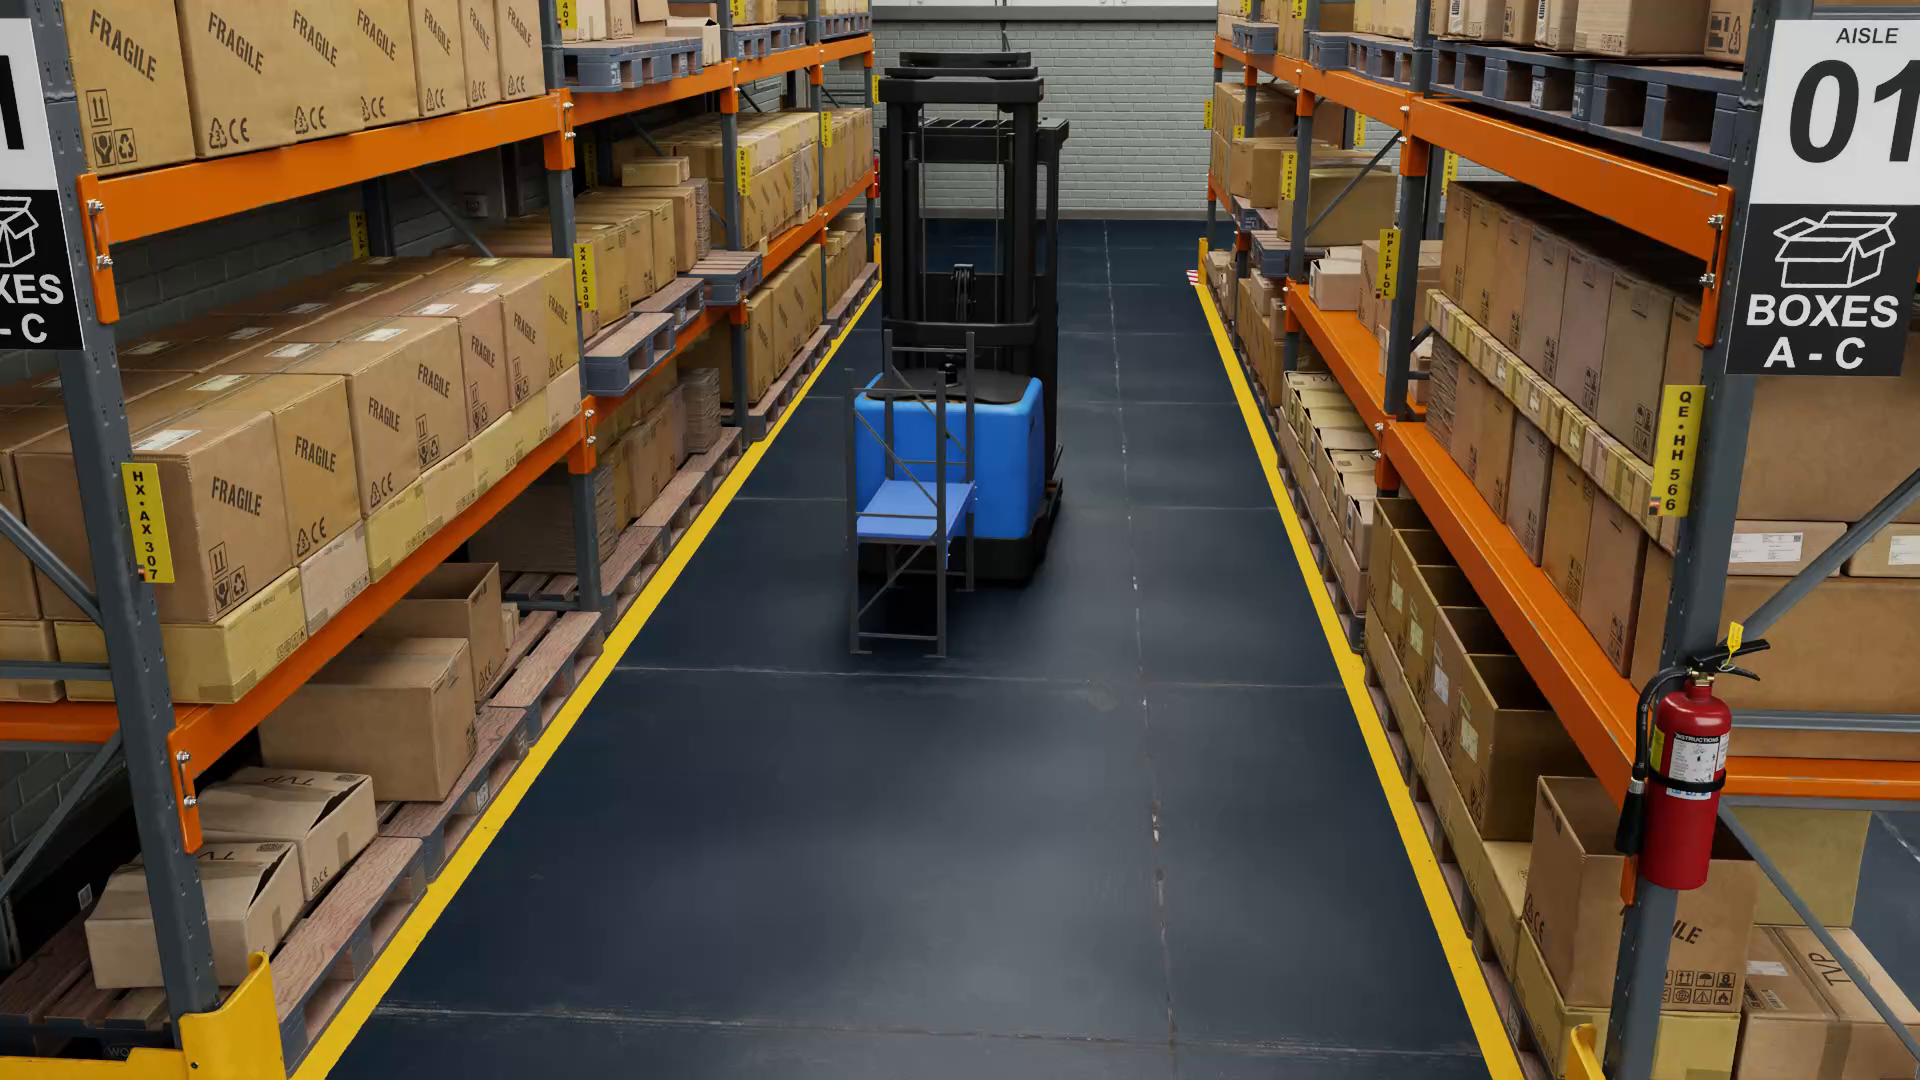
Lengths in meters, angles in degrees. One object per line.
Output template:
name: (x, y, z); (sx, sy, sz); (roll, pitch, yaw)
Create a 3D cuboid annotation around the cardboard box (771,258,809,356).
cardboard box: (-1.784, -2.068, 14.694); (0.750, 0.750, 0.750); (2, 18, 6)

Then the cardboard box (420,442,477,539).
cardboard box: (-2.211, -0.203, 6.434); (0.500, 0.250, 0.500); (1, 18, 4)

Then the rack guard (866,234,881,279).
rack guard: (-1.518, -3.432, 20.095); (1.175, 0.500, 0.348); (1, 18, 4)

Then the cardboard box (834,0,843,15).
cardboard box: (-1.443, -5.338, 16.486); (0.500, 0.250, 0.500); (1, 18, 3)

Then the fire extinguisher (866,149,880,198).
fire extinguisher: (-1.049, -4.435, 19.865); (0.296, 0.674, 0.183); (1, 18, 4)

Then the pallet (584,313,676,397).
pallet: (-2.180, -1.029, 9.054); (1.003, 0.211, 1.213); (1, 18, 4)

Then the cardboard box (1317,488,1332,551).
cardboard box: (2.376, -0.121, 9.715); (0.500, 0.250, 0.500); (2, 18, 5)

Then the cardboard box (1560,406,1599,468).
cardboard box: (2.186, -0.333, 5.420); (0.380, 0.149, 0.250); (2, 18, 6)

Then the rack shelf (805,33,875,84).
rack shelf: (-1.663, -5.075, 17.433); (1.077, 0.370, 4.000); (1, 18, 4)

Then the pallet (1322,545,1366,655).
pallet: (2.575, 0.319, 9.111); (1.003, 0.211, 1.213); (1, 18, 4)

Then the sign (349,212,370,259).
sign: (-2.934, -1.447, 8.164); (0.100, 0.325, 0.005); (1, 18, 4)

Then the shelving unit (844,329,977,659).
shelving unit: (-0.244, -0.273, 8.848); (0.538, 1.500, 1.048); (3, 18, 8)

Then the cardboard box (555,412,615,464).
cardboard box: (-2.316, -0.629, 9.630); (0.500, 0.250, 0.500); (1, 18, 3)

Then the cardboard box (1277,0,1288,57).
cardboard box: (2.920, -3.948, 12.676); (0.910, 0.500, 0.500); (1, 18, 4)

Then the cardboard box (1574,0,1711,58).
cardboard box: (2.094, -1.518, 4.763); (0.500, 0.250, 0.500); (1, 18, 4)

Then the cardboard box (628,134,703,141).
cardboard box: (-2.279, -2.990, 12.857); (0.500, 0.250, 0.500); (1, 18, 2)

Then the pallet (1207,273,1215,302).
pallet: (3.360, -2.907, 18.956); (1.003, 0.211, 1.213); (1, 18, 4)

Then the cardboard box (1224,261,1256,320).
cardboard box: (2.893, -2.466, 16.438); (0.500, 0.500, 0.500); (1, 18, 4)

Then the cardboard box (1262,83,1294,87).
cardboard box: (3.664, -4.882, 18.738); (0.500, 0.500, 0.500); (1, 18, 3)

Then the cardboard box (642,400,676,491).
cardboard box: (-2.253, -0.612, 10.782); (0.700, 0.500, 0.500); (1, 18, 4)

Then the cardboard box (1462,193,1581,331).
cardboard box: (2.501, -1.146, 6.858); (0.700, 0.500, 0.500); (1, 18, 4)

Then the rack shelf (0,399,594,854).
rack shelf: (-2.523, 0.077, 6.526); (1.077, 0.370, 4.000); (1, 18, 4)

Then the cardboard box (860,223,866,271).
cardboard box: (-1.470, -3.405, 19.337); (0.700, 0.500, 0.500); (1, 18, 4)

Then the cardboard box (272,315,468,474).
cardboard box: (-2.219, -0.554, 6.301); (0.500, 0.500, 0.500); (2, 18, 6)

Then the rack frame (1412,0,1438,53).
rack frame: (2.561, -3.627, 7.041); (1.000, 3.000, 0.127); (1, 18, 4)

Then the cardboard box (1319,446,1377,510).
cardboard box: (2.373, -0.385, 9.621); (0.500, 0.311, 0.500); (1, 18, 4)

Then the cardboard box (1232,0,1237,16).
cardboard box: (2.976, -5.320, 16.464); (0.500, 0.250, 0.500); (1, 18, 4)

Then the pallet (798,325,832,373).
pallet: (-1.787, -1.804, 15.590); (1.003, 0.211, 1.213); (1, 18, 4)

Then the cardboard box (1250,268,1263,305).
cardboard box: (2.785, -2.183, 14.372); (0.500, 0.250, 0.500); (1, 18, 4)

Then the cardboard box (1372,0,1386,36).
cardboard box: (2.852, -3.267, 10.326); (0.500, 0.250, 0.500); (2, 18, 5)

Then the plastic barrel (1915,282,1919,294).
plastic barrel: (7.968, -1.963, 14.293); (0.600, 0.901, 0.708); (1, 18, 4)

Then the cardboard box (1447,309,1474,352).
cardboard box: (2.314, -0.895, 7.135); (0.380, 0.149, 0.250); (1, 18, 2)

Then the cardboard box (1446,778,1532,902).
cardboard box: (2.076, 1.089, 6.024); (0.500, 0.250, 0.500); (1, 18, 4)

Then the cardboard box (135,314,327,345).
cardboard box: (-2.730, -0.562, 6.327); (0.500, 0.500, 0.500); (2, 18, 5)

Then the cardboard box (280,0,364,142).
cardboard box: (-2.286, -1.552, 5.331); (0.500, 0.500, 0.500); (2, 18, 6)

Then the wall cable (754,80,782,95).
wall cable: (-2.371, -5.514, 20.803); (0.084, 1.984, 1.851); (1, 18, 4)

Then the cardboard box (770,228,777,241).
cardboard box: (-1.739, -2.592, 13.888); (0.380, 0.149, 0.250); (1, 18, 4)

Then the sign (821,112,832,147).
sign: (-1.265, -3.874, 15.696); (0.100, 0.325, 0.005); (1, 18, 4)

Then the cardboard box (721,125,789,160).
cardboard box: (-1.703, -3.299, 13.800); (0.500, 0.250, 0.500); (1, 18, 3)

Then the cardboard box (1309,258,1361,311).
cardboard box: (2.591, -1.703, 10.946); (0.500, 0.311, 0.500); (1, 18, 3)

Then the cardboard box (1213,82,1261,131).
cardboard box: (3.127, -4.894, 18.776); (0.500, 0.500, 0.500); (2, 18, 6)

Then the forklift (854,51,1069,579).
forklift: (0.093, -1.587, 10.558); (1.130, 2.935, 3.031); (3, 18, 8)

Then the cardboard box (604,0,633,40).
cardboard box: (-2.173, -3.109, 9.443); (0.500, 0.500, 0.500); (1, 18, 2)

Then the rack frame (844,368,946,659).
rack frame: (-0.320, -0.117, 8.370); (0.500, 1.500, 0.032); (3, 18, 8)

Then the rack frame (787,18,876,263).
rack frame: (-1.520, -4.613, 19.684); (1.000, 3.000, 0.127); (1, 18, 4)

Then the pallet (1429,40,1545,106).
pallet: (2.526, -1.894, 6.712); (1.003, 0.211, 1.213); (1, 18, 4)

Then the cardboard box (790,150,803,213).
cardboard box: (-1.659, -3.105, 14.413); (0.500, 0.500, 0.500); (1, 18, 4)

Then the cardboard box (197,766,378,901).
cardboard box: (-2.486, 1.035, 6.058); (0.500, 0.311, 0.500); (3, 18, 8)

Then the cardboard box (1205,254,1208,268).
cardboard box: (3.049, -3.235, 19.351); (0.380, 0.149, 0.250); (1, 18, 4)

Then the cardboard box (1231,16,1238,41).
cardboard box: (2.978, -5.083, 16.541); (0.500, 0.250, 0.500); (1, 18, 4)

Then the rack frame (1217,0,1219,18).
rack frame: (3.421, -7.354, 18.415); (1.000, 3.000, 0.127); (1, 18, 4)

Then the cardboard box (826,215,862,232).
cardboard box: (-1.315, -3.590, 18.860); (0.380, 0.149, 0.250); (2, 18, 5)

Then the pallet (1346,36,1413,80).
pallet: (2.811, -2.794, 9.620); (1.003, 0.211, 1.213); (2, 18, 6)

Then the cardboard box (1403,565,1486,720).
cardboard box: (2.144, 0.422, 6.855); (0.500, 0.500, 0.500); (1, 18, 4)

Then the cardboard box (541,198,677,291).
cardboard box: (-2.184, -1.851, 10.388); (0.700, 0.500, 0.500); (1, 18, 4)

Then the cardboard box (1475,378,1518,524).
cardboard box: (2.465, -0.366, 6.563); (0.700, 0.500, 0.500); (2, 18, 5)

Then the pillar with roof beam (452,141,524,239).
pillar with roof beam: (1.245, -4.499, 9.700); (9.100, 9.000, 0.400); (1, 18, 4)
